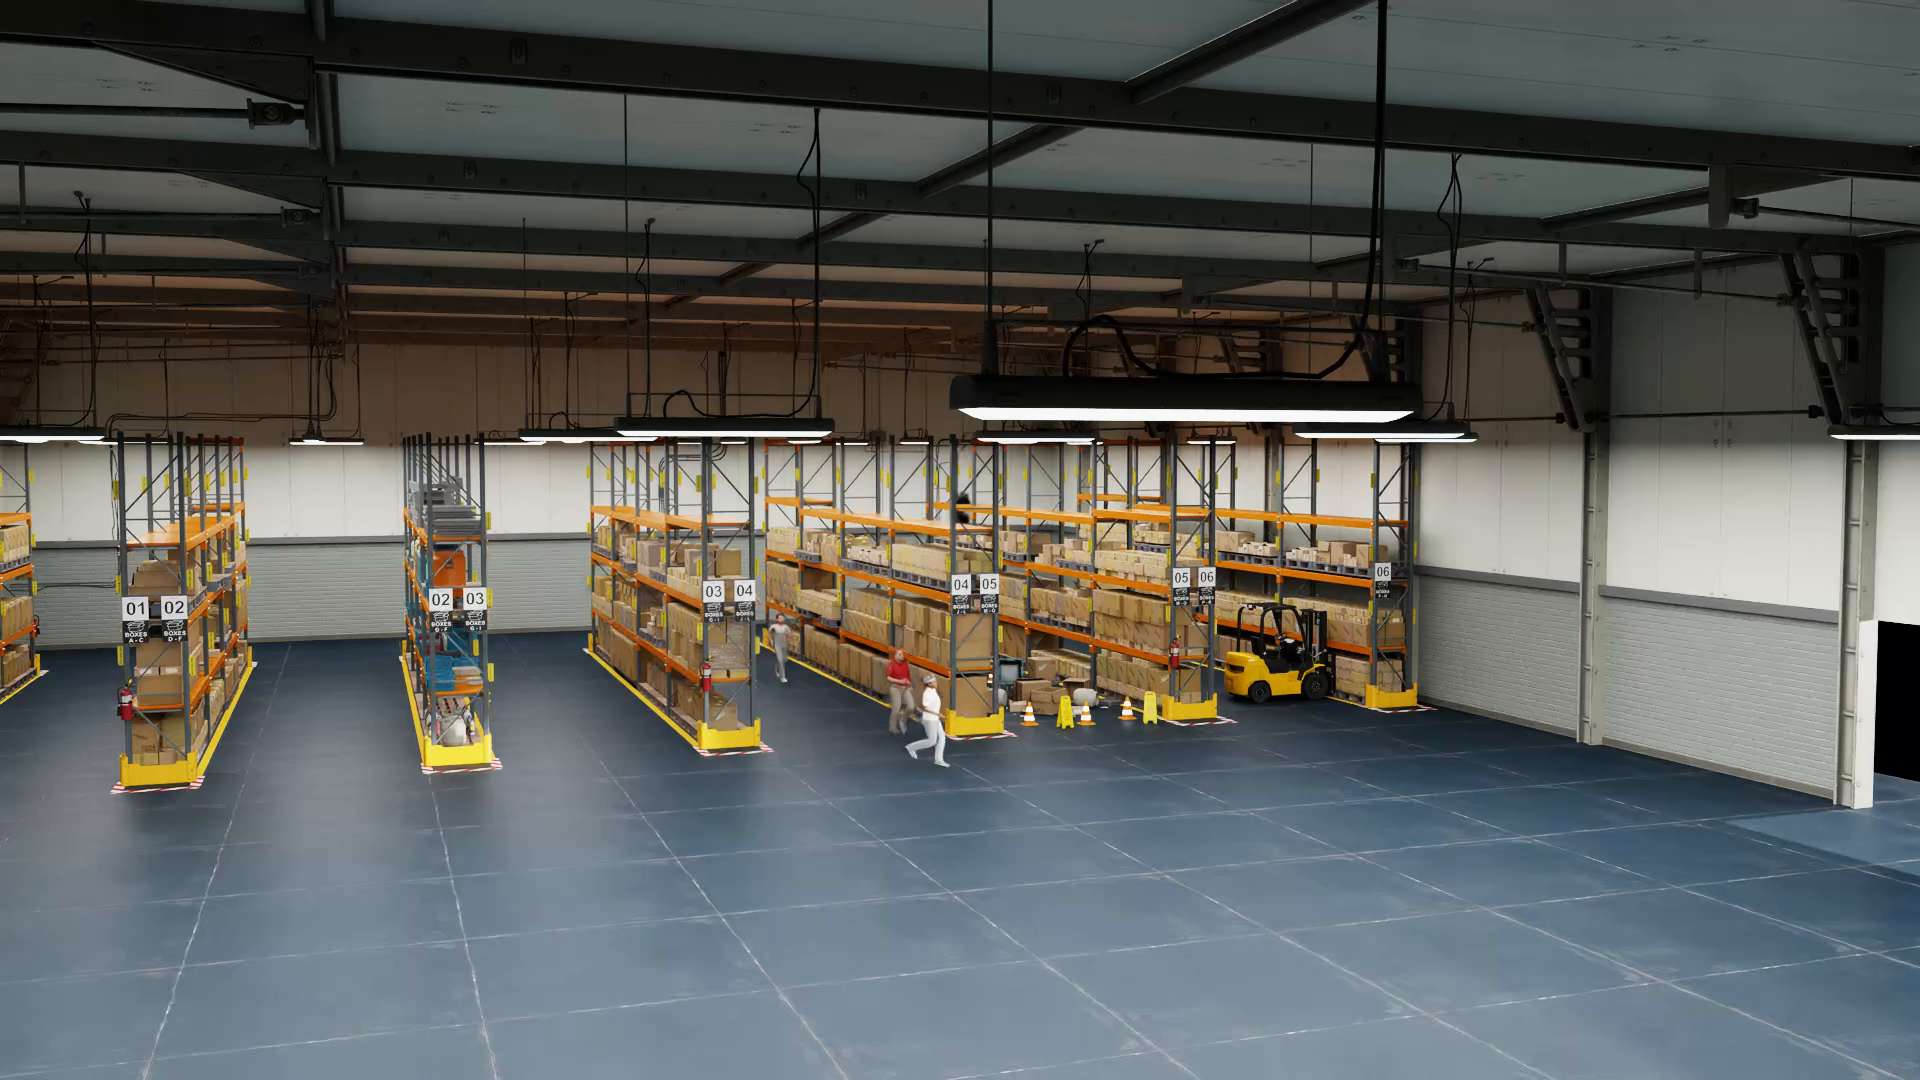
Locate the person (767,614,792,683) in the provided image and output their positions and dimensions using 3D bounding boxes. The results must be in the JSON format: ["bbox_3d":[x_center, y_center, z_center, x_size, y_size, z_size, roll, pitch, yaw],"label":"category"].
[{"bbox_3d":[-4.401,2.618,40.686,0.571,1.647,0.958,-2,4,-28],"label":"person"}]

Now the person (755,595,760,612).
[{"bbox_3d":[-6.222,2.156,48.901,0.610,1.675,0.889,2,4,27],"label":"person"}]

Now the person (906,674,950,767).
[{"bbox_3d":[-0.564,3.240,29.920,0.791,1.692,0.578,1,3,10],"label":"person"}]

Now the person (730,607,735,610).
[{"bbox_3d":[-6.145,2.383,46.070,0.722,1.610,0.869,-1,3,-11],"label":"person"}]

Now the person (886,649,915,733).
[{"bbox_3d":[-1.166,3.027,33.157,0.646,1.697,0.655,-2,4,-37],"label":"person"}]
